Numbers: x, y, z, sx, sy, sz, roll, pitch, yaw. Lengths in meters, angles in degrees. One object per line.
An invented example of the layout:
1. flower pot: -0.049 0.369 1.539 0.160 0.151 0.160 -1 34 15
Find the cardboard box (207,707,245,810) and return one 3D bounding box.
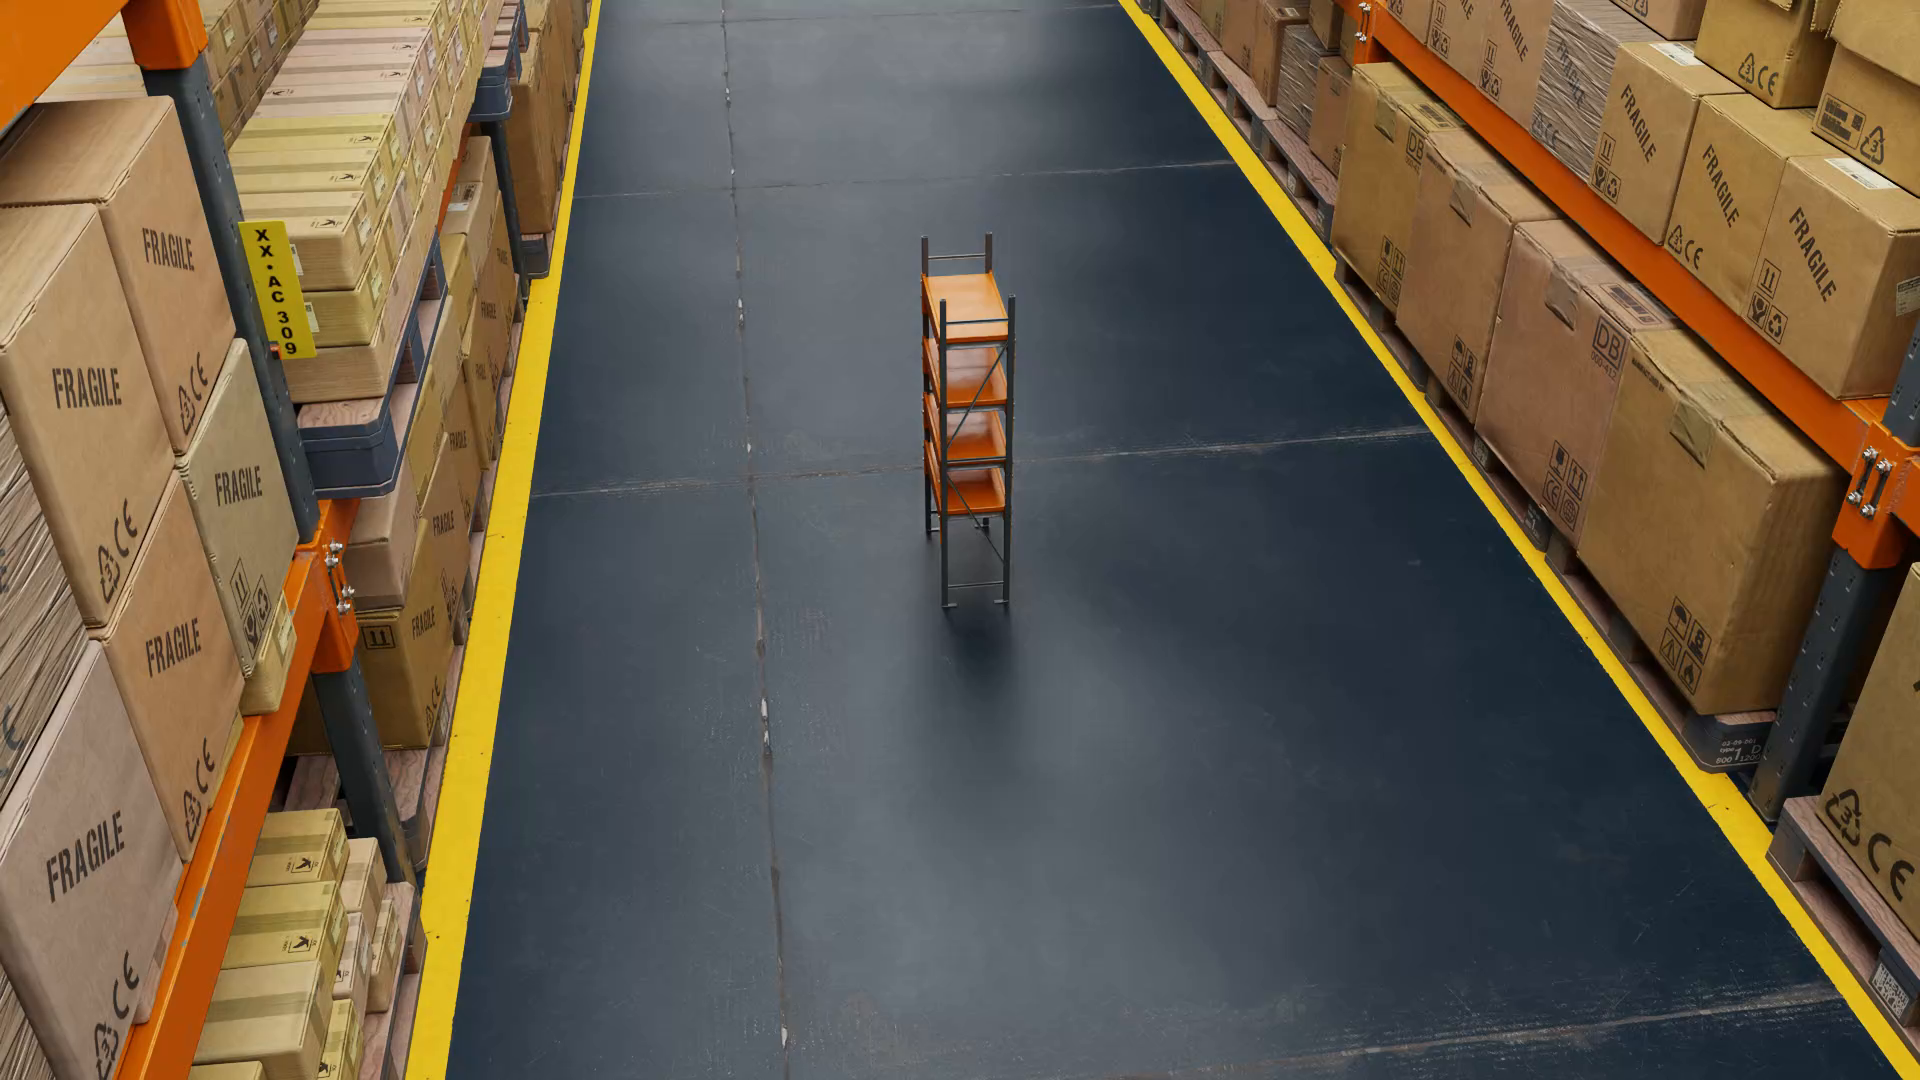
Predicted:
1. cardboard box: -1.630 0.398 3.225 0.380 0.149 0.250 -3 34 -4

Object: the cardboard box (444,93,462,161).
1. cardboard box: -1.828 -1.330 5.388 0.380 0.149 0.250 -6 35 -9

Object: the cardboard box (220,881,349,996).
1. cardboard box: -1.640 0.941 3.836 0.380 0.149 0.250 -4 34 -6

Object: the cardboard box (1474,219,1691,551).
1. cardboard box: 2.682 -0.605 5.988 1.225 0.875 0.875 -6 35 -8

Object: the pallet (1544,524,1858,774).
1. pallet: 2.731 0.272 5.664 1.003 0.211 1.213 -4 35 -6

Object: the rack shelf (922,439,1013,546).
1. rack shelf: 0.022 -0.184 5.926 0.258 0.148 0.480 -4 35 -6

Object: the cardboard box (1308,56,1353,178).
1. cardboard box: 2.261 -2.209 8.657 0.700 0.500 0.500 -6 35 -9

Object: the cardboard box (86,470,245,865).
1. cardboard box: -1.606 0.238 2.884 0.500 0.500 0.500 -5 35 -8

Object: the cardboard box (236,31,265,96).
1. cardboard box: -2.517 -1.558 5.458 0.380 0.149 0.250 -5 35 -7

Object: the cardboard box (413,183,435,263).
1. cardboard box: -1.722 -0.895 4.750 0.380 0.149 0.250 -4 34 -6

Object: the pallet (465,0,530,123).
1. pallet: -2.356 -1.899 6.544 1.213 0.211 1.003 -4 35 -6

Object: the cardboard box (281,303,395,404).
1. cardboard box: -1.617 -0.461 4.112 0.380 0.149 0.250 -6 35 -9

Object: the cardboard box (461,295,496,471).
1. cardboard box: -2.057 -0.578 6.281 0.500 0.500 0.500 -6 35 -9

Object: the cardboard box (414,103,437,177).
1. cardboard box: -1.763 -1.167 4.885 0.380 0.149 0.250 -3 34 -4

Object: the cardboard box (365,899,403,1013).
1. cardboard box: -1.629 1.061 4.188 0.380 0.149 0.250 -4 34 -6

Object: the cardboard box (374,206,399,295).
1. cardboard box: -1.653 -0.728 4.241 0.380 0.149 0.250 -5 35 -7

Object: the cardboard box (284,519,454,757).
1. cardboard box: -1.856 0.291 5.007 0.500 0.500 0.500 -3 34 -5

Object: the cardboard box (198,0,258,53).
1. cardboard box: -2.509 -1.678 5.371 0.380 0.149 0.250 -3 34 -5

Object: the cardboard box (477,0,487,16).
1. cardboard box: -1.964 -2.024 6.143 0.380 0.149 0.250 -4 34 -5

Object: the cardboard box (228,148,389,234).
1. cardboard box: -1.660 -0.862 4.173 0.380 0.149 0.250 -3 34 -5

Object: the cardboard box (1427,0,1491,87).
1. cardboard box: 2.238 -2.149 6.652 0.500 0.500 0.500 -5 35 -8

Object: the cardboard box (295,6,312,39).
1. cardboard box: -2.625 -1.873 6.185 0.380 0.149 0.250 -3 34 -4

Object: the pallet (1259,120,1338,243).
1. pallet: 2.267 -1.972 8.956 1.003 0.211 1.213 -4 35 -6

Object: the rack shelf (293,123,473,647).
1. rack shelf: -2.288 -0.955 5.627 1.077 0.370 4.000 -4 35 -6

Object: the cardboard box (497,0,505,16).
1. cardboard box: -2.036 -2.198 6.661 0.380 0.149 0.250 -4 34 -6

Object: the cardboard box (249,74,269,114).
1. cardboard box: -2.517 -1.433 5.540 0.380 0.149 0.250 -4 34 -6

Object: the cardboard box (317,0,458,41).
1. cardboard box: -1.866 -1.723 5.437 0.380 0.149 0.250 -3 34 -4

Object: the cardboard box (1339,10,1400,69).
1. cardboard box: 2.251 -2.518 8.444 0.500 0.250 0.500 -3 34 -4

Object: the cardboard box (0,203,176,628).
1. cardboard box: -1.613 -0.184 2.615 0.500 0.500 0.500 -5 35 -8

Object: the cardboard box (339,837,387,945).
1. cardboard box: -1.662 0.897 4.164 0.380 0.149 0.250 -4 34 -5

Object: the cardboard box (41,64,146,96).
1. cardboard box: -2.402 -1.239 4.727 0.380 0.149 0.250 -5 35 -8

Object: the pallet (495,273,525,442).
1. pallet: -2.454 -0.780 7.207 1.003 0.211 1.213 -4 35 -6

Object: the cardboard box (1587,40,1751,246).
1. cardboard box: 2.439 -1.305 5.412 0.500 0.500 0.500 -5 35 -7

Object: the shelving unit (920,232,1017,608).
1. shelving unit: 0.022 -0.403 5.777 0.258 1.200 0.503 -4 35 -6

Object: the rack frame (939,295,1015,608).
1. rack frame: 0.055 -0.267 5.577 0.240 1.200 0.015 -4 35 -6

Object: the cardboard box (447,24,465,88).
1. cardboard box: -1.864 -1.600 5.520 0.380 0.149 0.250 -4 34 -5

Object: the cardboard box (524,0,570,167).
1. cardboard box: -2.671 -2.446 8.801 1.050 0.750 0.750 -4 34 -6

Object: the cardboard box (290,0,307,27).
1. cardboard box: -2.614 -1.976 6.072 0.380 0.149 0.250 -5 35 -8

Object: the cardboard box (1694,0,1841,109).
1. cardboard box: 2.734 -1.651 5.030 0.797 0.503 0.637 -4 34 -6

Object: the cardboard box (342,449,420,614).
1. cardboard box: -1.857 -0.019 4.795 0.500 0.250 0.500 -6 35 -8

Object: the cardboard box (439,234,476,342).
1. cardboard box: -2.074 -0.891 6.075 0.500 0.250 0.500 -4 34 -5

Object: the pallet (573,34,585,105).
1. pallet: -2.917 -3.023 10.499 1.003 0.211 1.213 -4 35 -6

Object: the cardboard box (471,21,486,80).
1. cardboard box: -1.939 -1.776 6.043 0.380 0.149 0.250 -5 35 -7

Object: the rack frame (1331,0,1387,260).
1. rack frame: 2.371 -2.688 7.530 1.000 3.000 0.127 -4 35 -6

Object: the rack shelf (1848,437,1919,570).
1. rack shelf: 3.178 0.958 2.820 1.077 0.370 4.000 -4 35 -6

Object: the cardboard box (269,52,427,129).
1. cardboard box: -1.758 -1.287 4.797 0.380 0.149 0.250 -5 35 -7

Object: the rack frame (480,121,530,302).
1. rack frame: -2.557 -2.368 7.062 1.000 3.000 0.127 -4 35 -6

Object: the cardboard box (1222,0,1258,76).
1. cardboard box: 2.016 -3.145 10.030 0.700 0.500 0.500 -7 35 -10

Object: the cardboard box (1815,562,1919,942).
1. cardboard box: 2.919 0.623 4.186 0.875 0.875 0.875 -4 35 -6

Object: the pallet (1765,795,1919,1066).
1. pallet: 2.934 1.127 4.409 1.003 0.211 1.213 -4 35 -6
